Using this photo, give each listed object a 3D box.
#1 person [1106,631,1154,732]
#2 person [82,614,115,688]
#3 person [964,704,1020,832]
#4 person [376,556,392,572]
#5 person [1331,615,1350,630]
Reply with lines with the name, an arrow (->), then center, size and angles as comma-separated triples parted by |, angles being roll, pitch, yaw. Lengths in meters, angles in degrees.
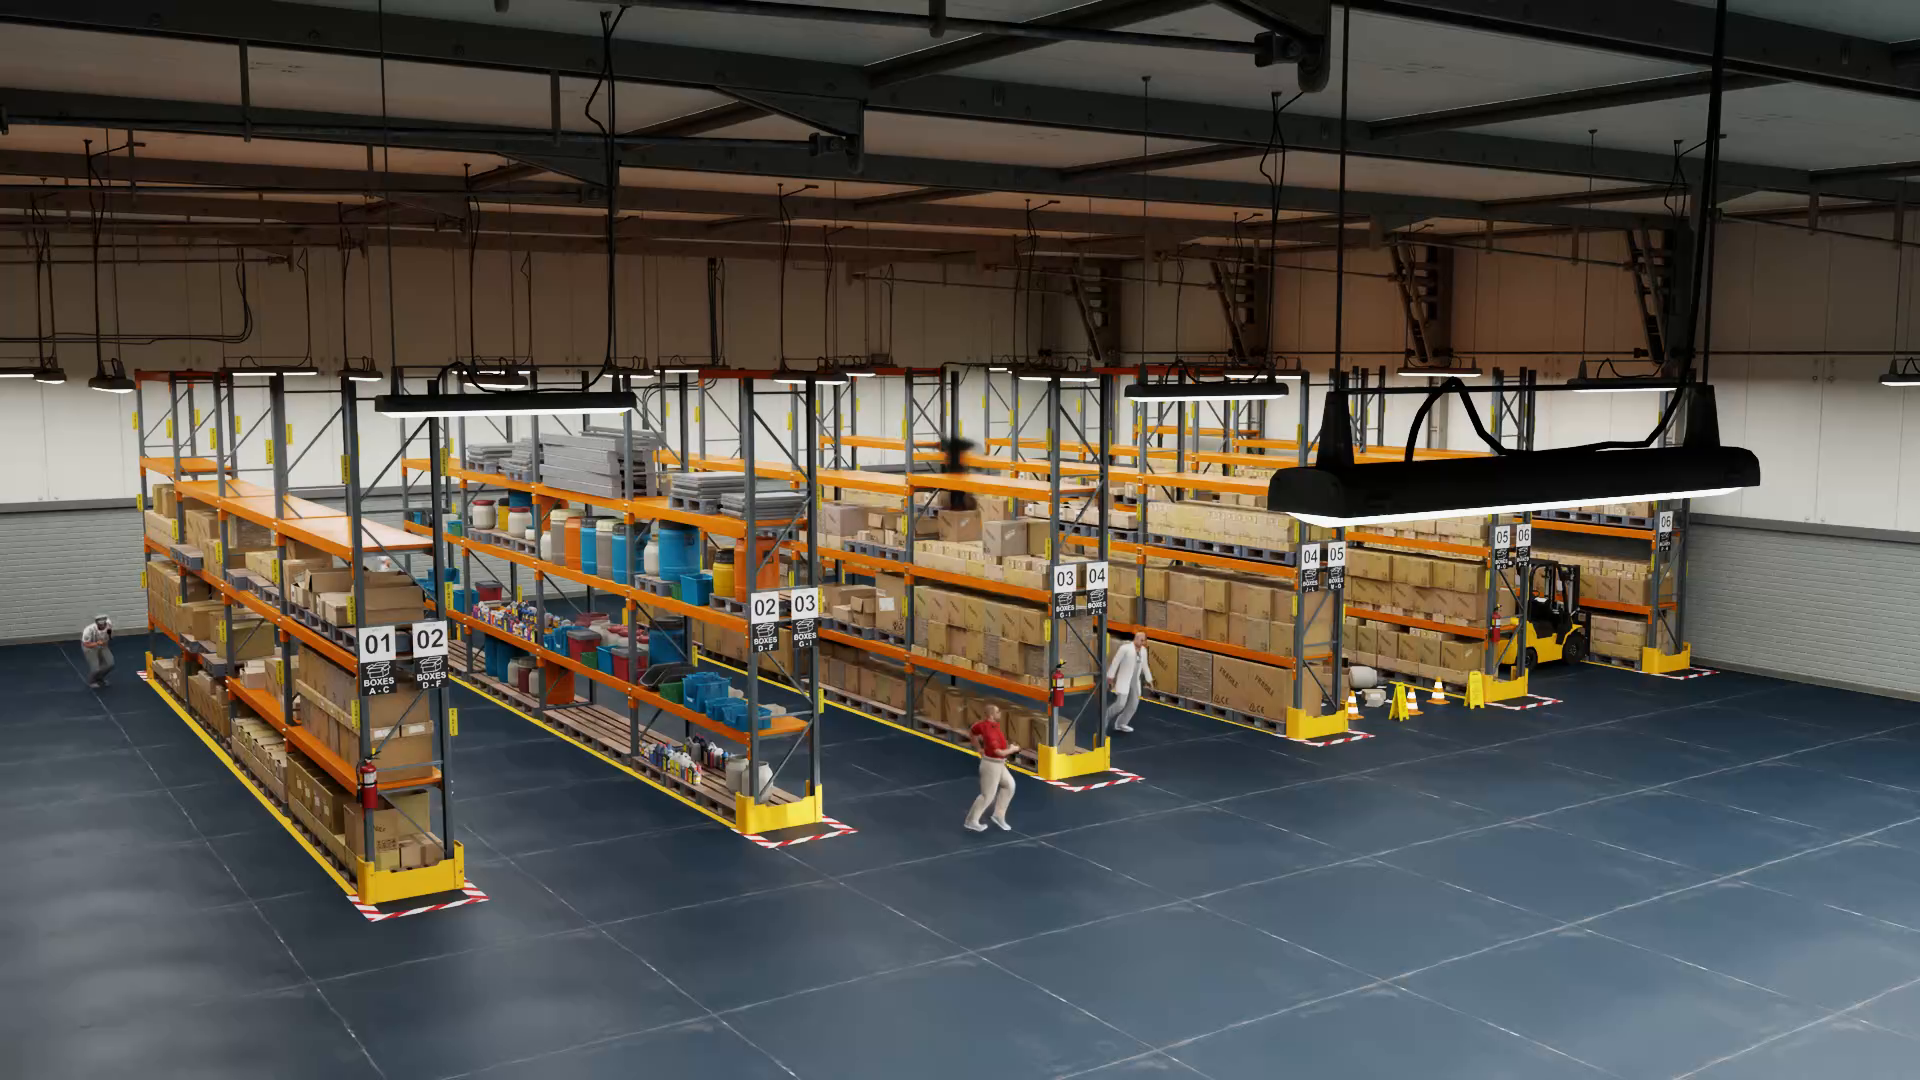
person -> 2.766, 2.346, 27.729 | 0.824, 1.700, 0.638 | -4, 8, -33
person -> -16.173, 2.091, 31.233 | 0.935, 1.463, 0.699 | 4, 8, 32
person -> 0.420, 3.019, 21.850 | 0.737, 1.759, 0.626 | 0, 6, 0
person -> -12.964, 1.205, 37.592 | 0.836, 1.827, 0.650 | -1, 7, -9
person -> 8.327, 1.551, 36.125 | 1.080, 1.470, 0.547 | 5, 8, 37
